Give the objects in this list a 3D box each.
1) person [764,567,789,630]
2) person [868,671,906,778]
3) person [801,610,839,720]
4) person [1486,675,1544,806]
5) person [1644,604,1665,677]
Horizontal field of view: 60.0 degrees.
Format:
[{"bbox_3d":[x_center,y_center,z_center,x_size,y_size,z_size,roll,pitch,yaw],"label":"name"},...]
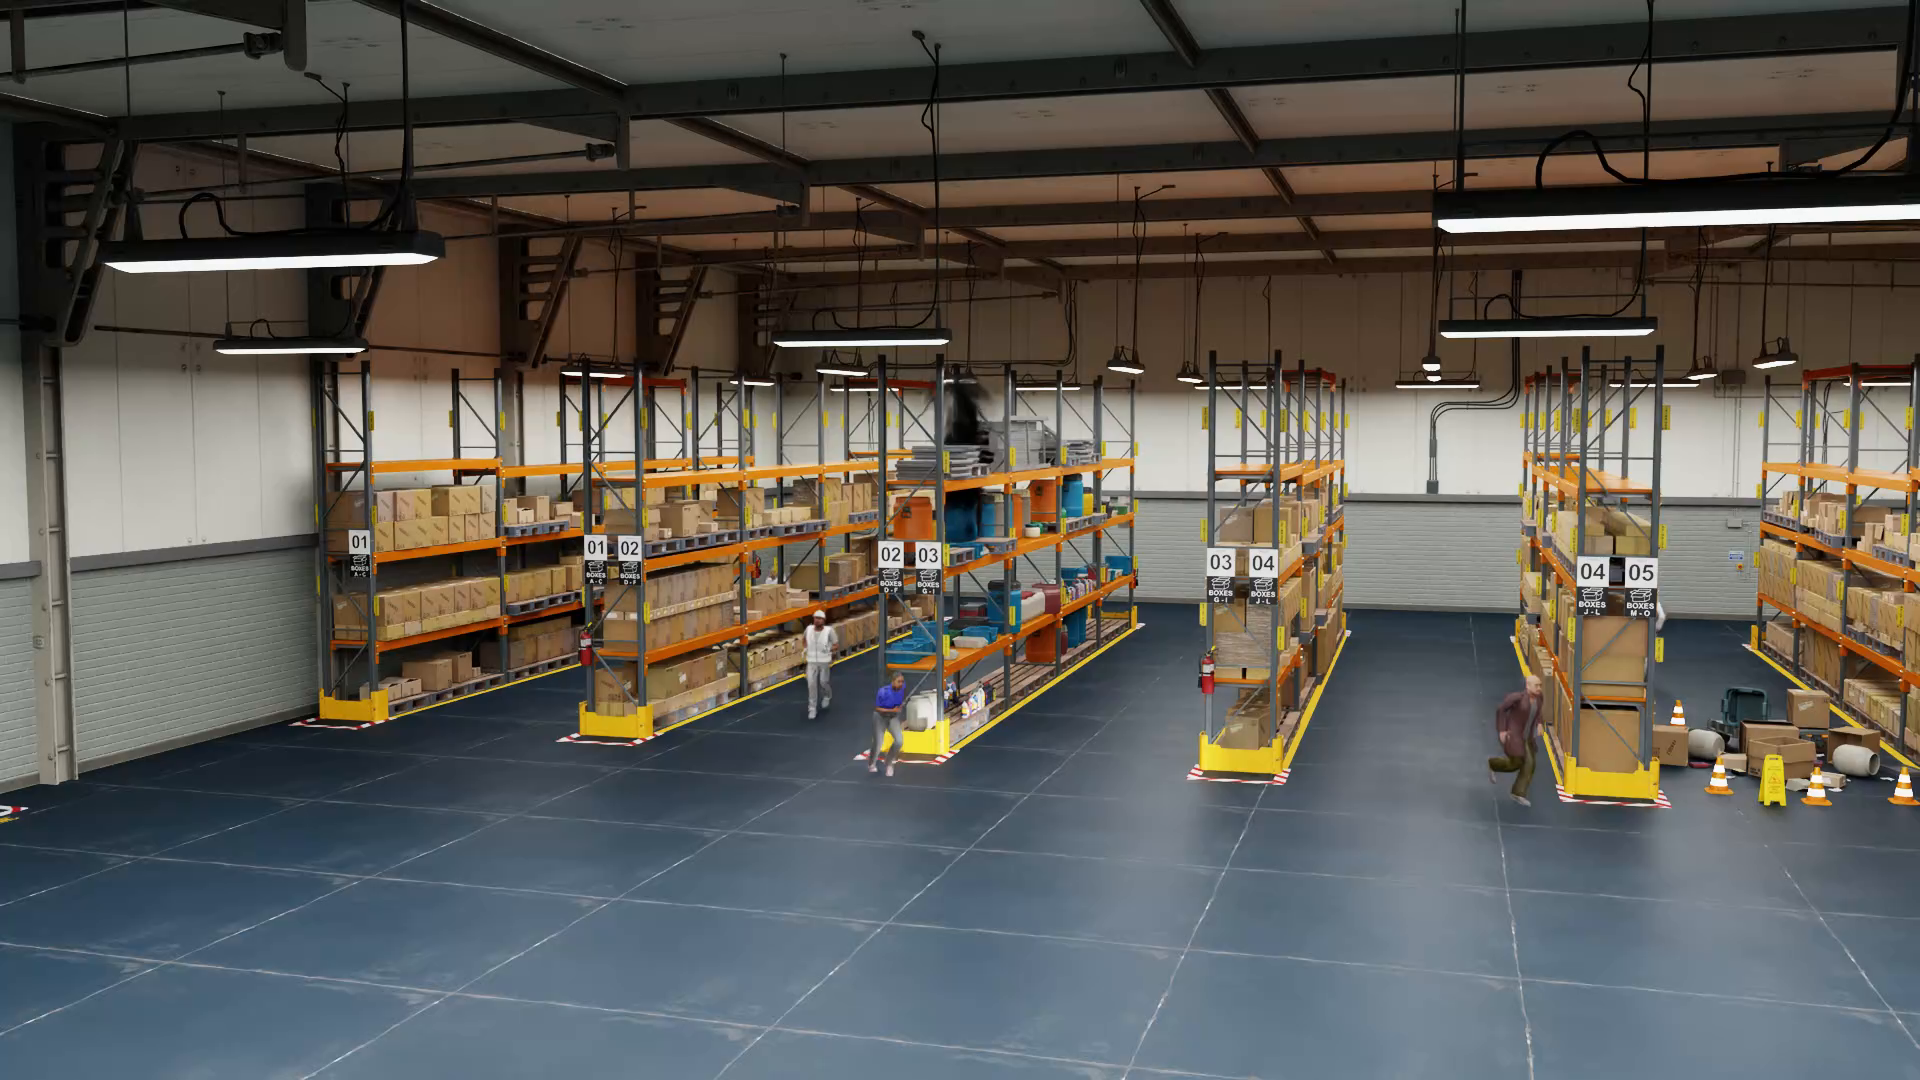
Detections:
[{"bbox_3d":[-4.303,1.419,38.984,0.603,1.630,0.697,1,4,16],"label":"person"},{"bbox_3d":[-0.995,2.576,23.413,0.606,1.539,0.940,-3,5,-33],"label":"person"},{"bbox_3d":[-2.394,2.084,28.199,0.671,1.794,0.949,0,4,7],"label":"person"},{"bbox_3d":[7.325,2.602,21.980,0.711,1.725,0.878,-2,5,-29],"label":"person"},{"bbox_3d":[13.238,1.838,32.146,0.692,1.761,0.956,1,4,13],"label":"person"}]
